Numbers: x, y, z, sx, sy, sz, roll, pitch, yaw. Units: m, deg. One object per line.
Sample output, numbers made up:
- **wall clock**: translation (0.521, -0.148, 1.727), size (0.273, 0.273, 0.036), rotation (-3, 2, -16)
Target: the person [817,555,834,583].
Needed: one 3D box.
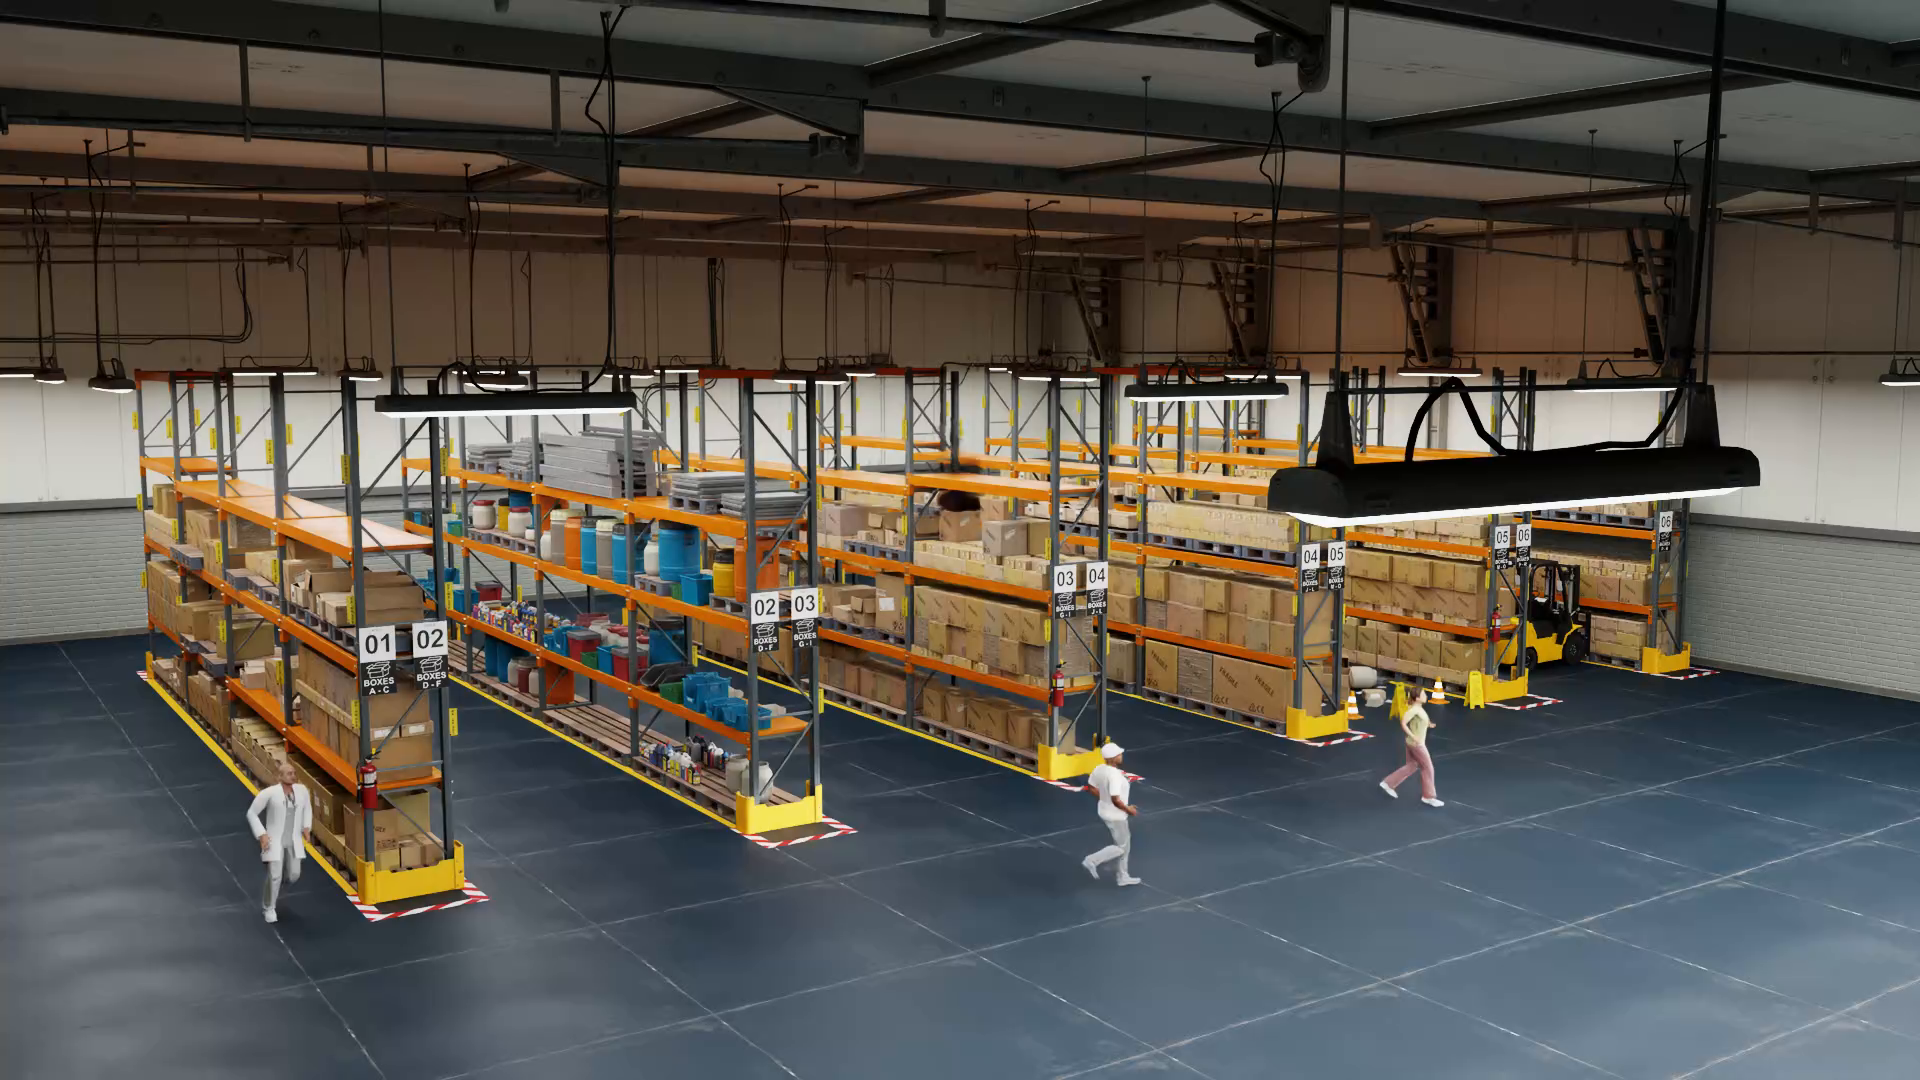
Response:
- **person**: translation (-3.374, 0.676, 42.135), size (0.950, 1.757, 0.690), rotation (-4, 7, -28)

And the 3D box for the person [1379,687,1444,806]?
- **person**: translation (6.348, 2.875, 23.315), size (0.894, 1.682, 0.564), rotation (1, 7, 9)

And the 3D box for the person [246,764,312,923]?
- **person**: translation (-7.654, 3.376, 18.786), size (0.758, 1.714, 0.603), rotation (-6, 9, -44)

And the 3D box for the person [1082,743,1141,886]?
- **person**: translation (1.784, 3.253, 19.654), size (0.782, 1.735, 0.718), rotation (-2, 7, -18)
